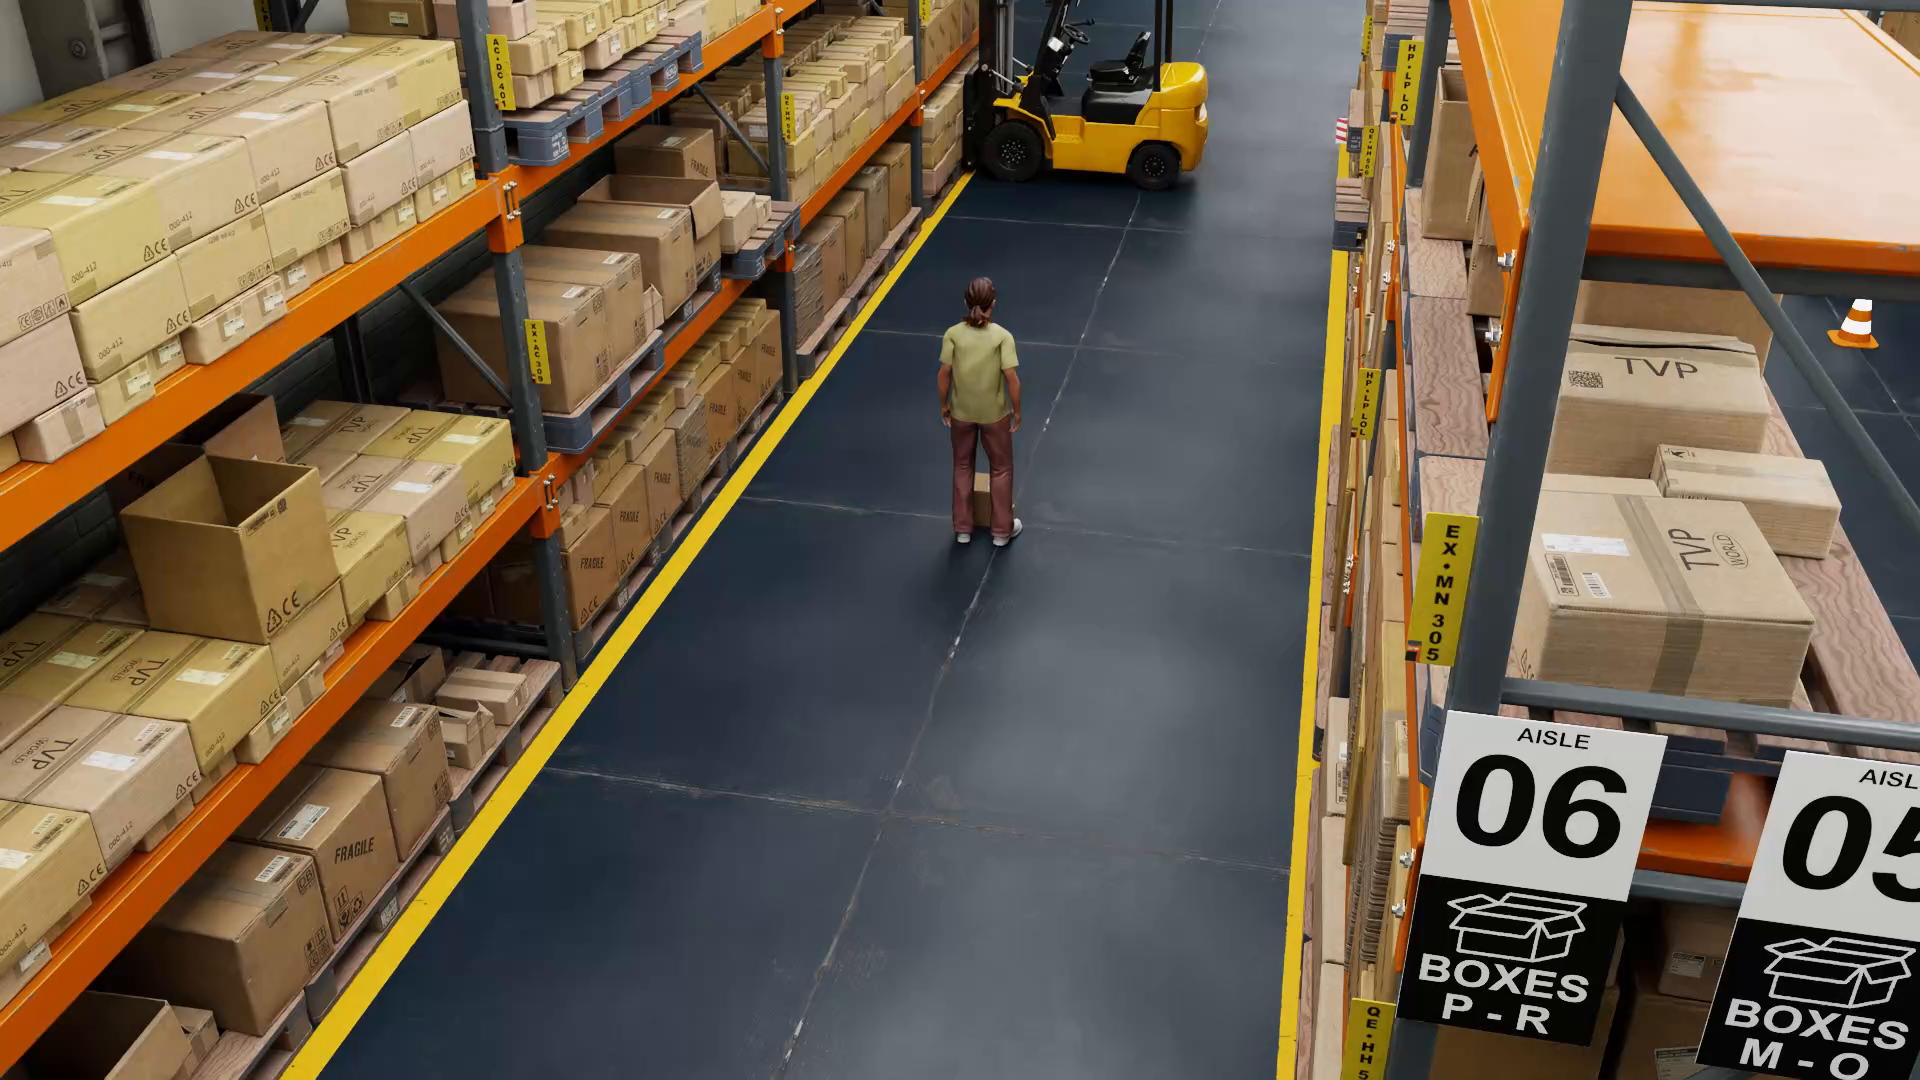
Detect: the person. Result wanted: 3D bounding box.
[{"bbox_3d":[0.123,-0.760,9.991,0.499,1.673,0.353,6,29,11],"label":"person"}]
